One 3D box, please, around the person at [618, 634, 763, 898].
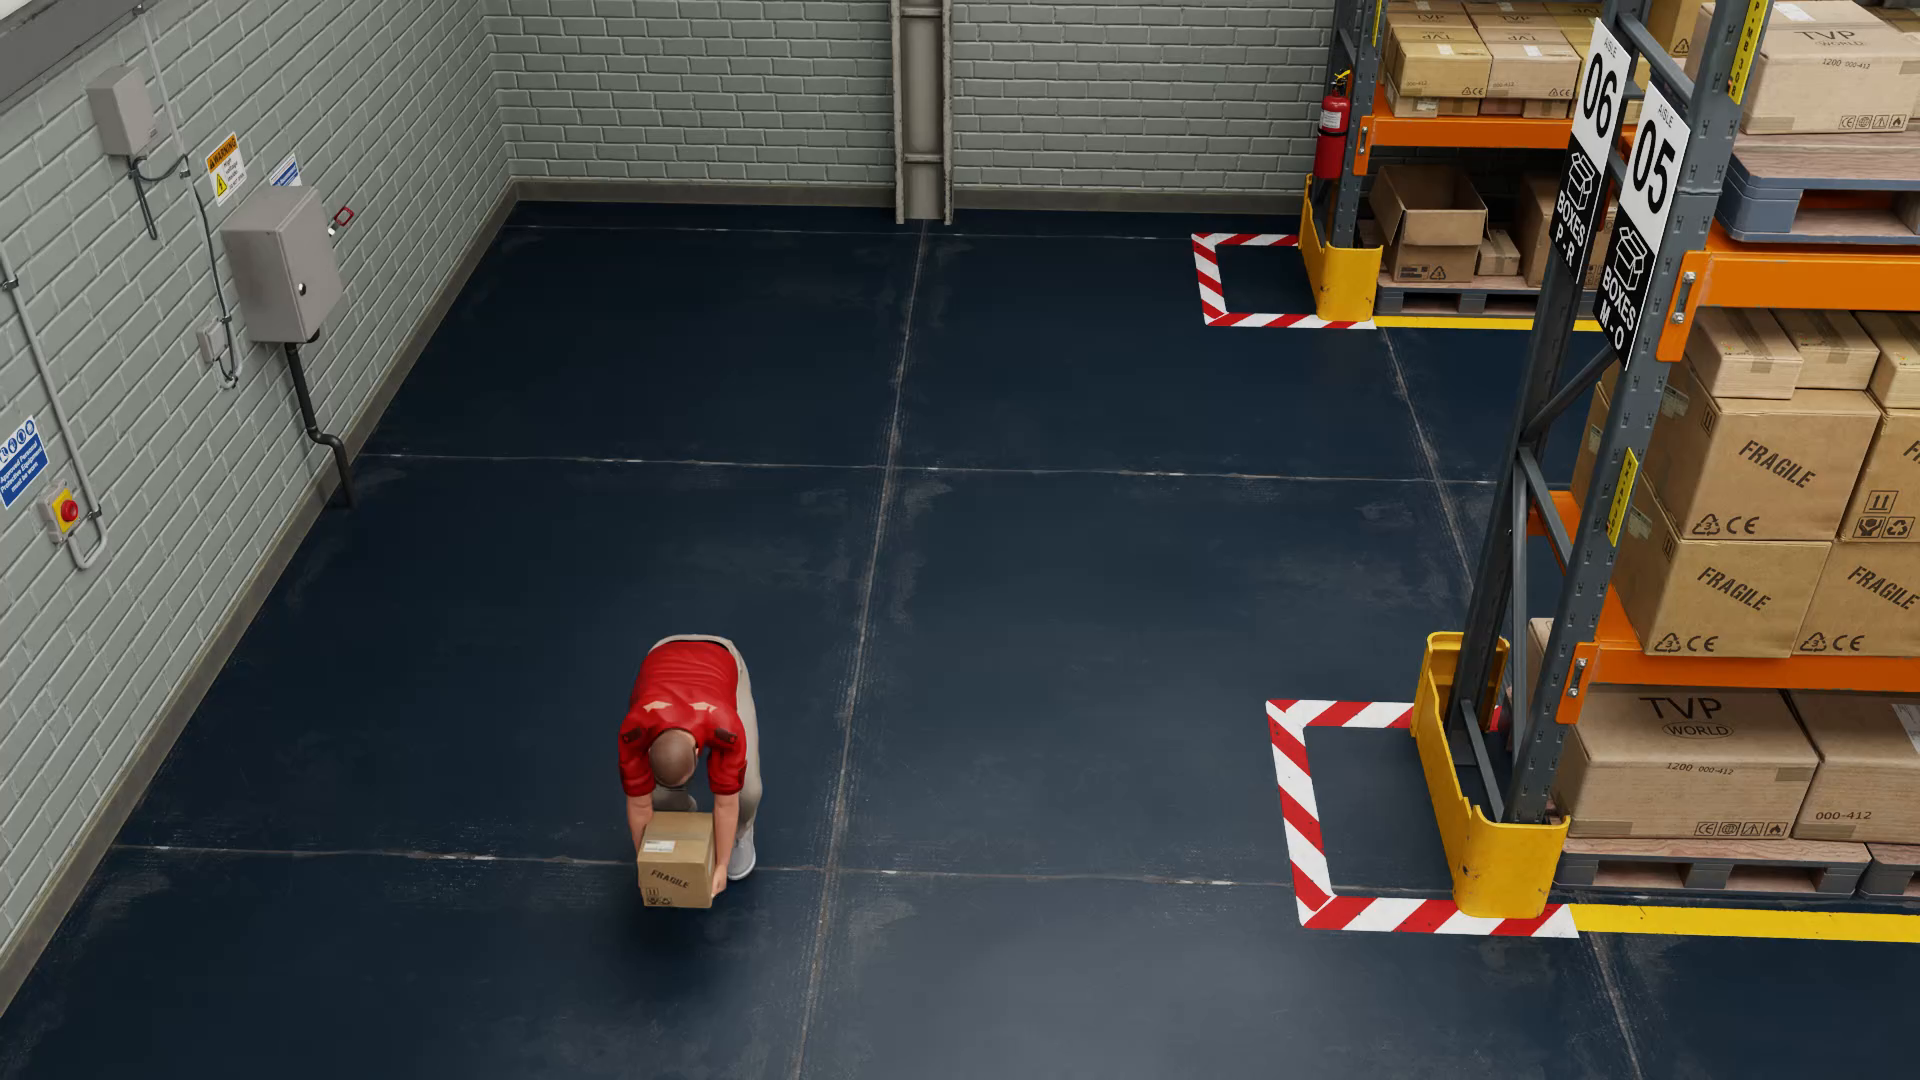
[{"bbox_3d":[-1.029,0.917,6.387,0.511,1.102,0.941,0,35,0],"label":"person"}]
